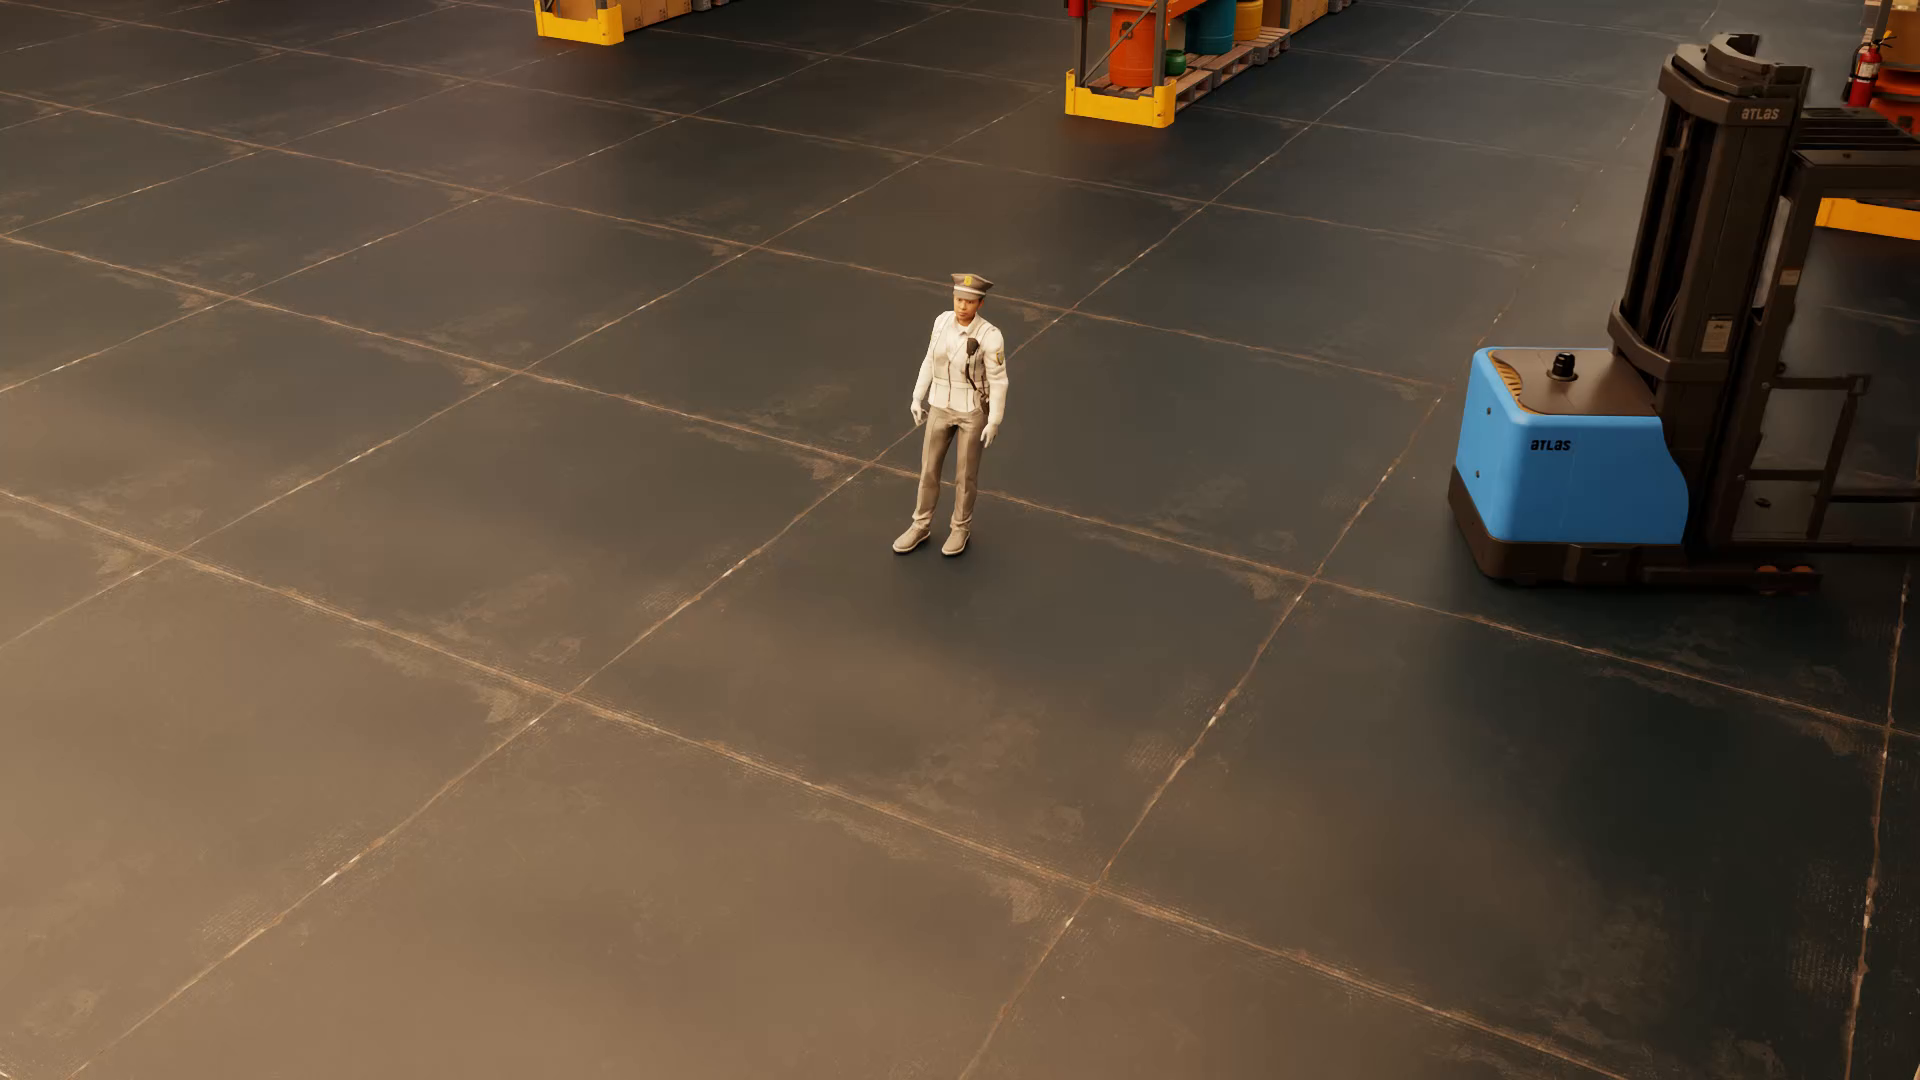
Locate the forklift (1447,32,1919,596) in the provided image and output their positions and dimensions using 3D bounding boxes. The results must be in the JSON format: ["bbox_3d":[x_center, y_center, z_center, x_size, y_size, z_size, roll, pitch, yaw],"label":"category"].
[{"bbox_3d":[4.519,-1.225,9.193,3.031,2.935,1.130,1,30,2],"label":"forklift"}]

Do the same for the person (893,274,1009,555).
[{"bbox_3d":[-0.038,-0.712,9.527,0.587,1.696,0.534,15,33,25],"label":"person"}]
